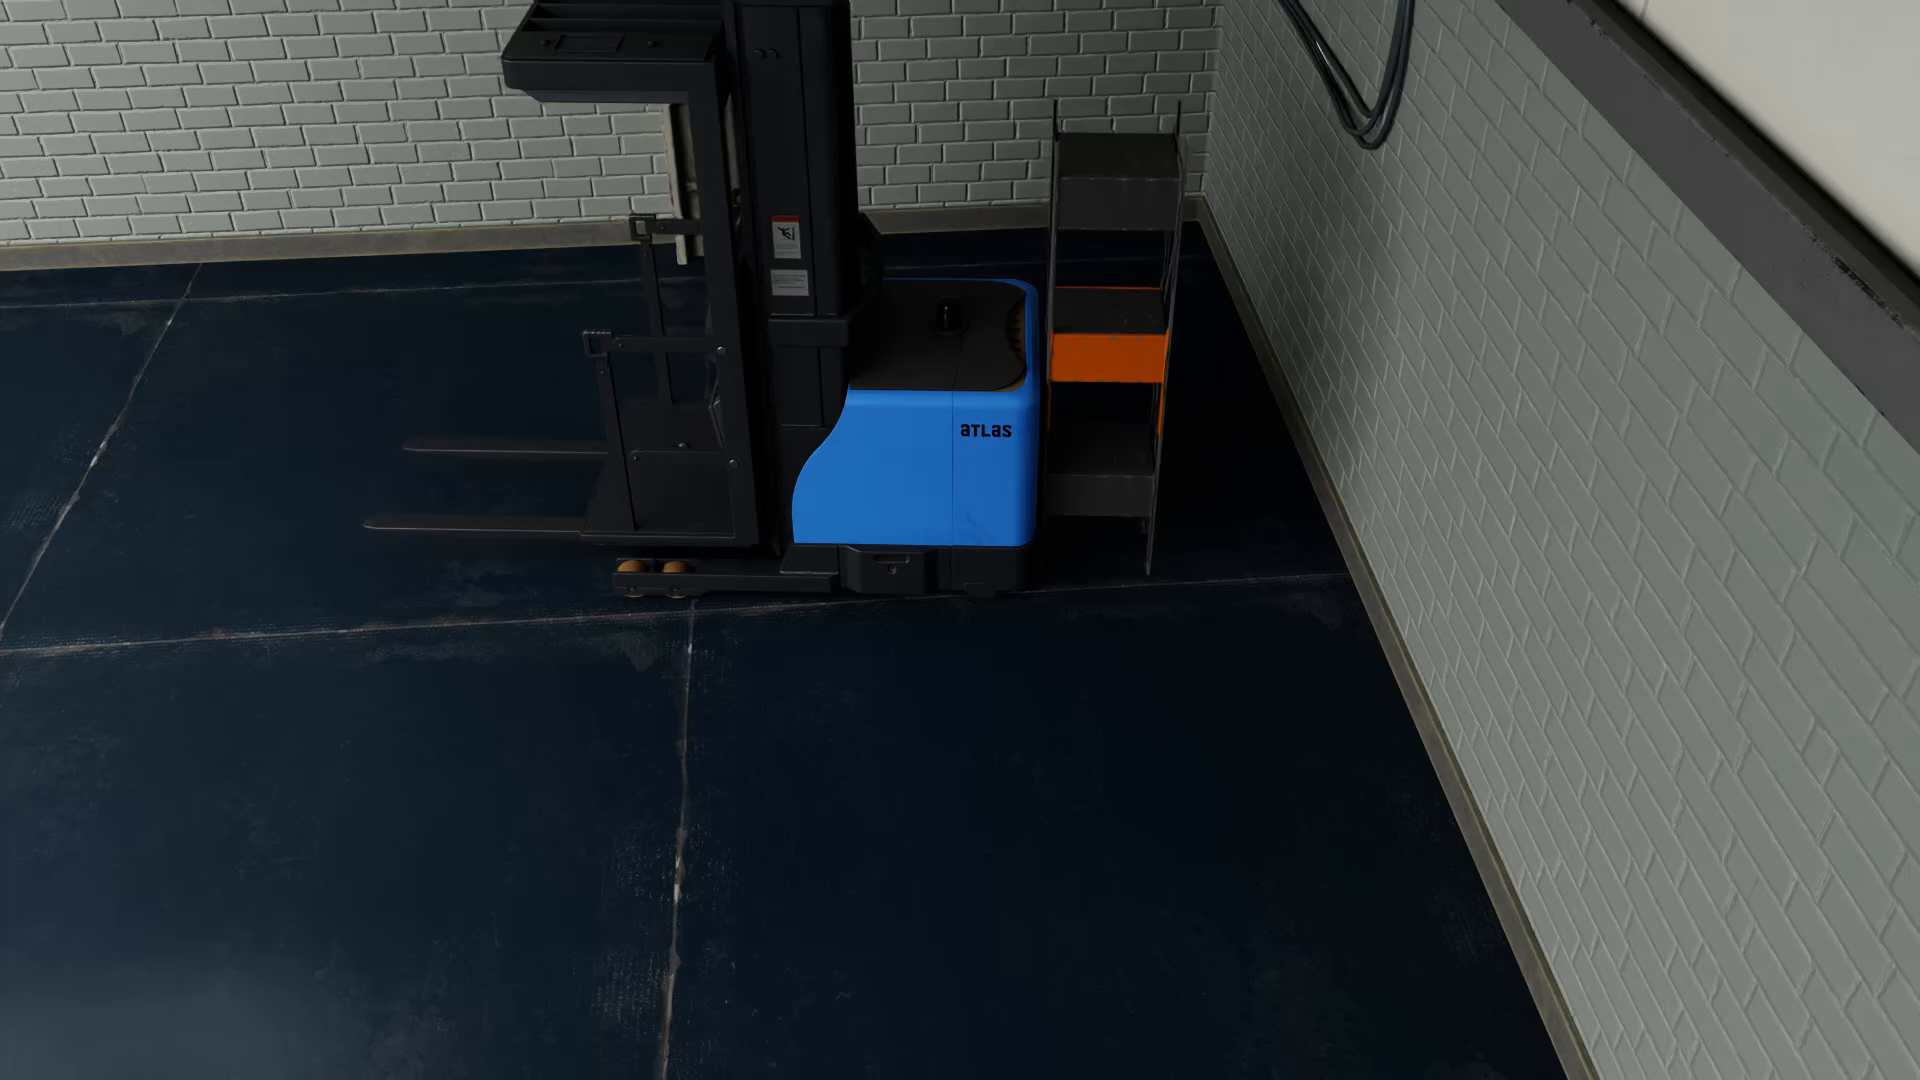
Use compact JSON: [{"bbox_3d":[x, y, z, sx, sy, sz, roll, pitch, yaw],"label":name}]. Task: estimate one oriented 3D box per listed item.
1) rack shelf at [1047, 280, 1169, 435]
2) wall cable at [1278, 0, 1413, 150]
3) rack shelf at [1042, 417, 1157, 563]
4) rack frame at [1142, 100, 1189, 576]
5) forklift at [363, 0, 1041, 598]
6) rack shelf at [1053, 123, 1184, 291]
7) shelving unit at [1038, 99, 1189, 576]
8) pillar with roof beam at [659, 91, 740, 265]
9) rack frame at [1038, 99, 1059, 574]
[{"bbox_3d":[0.616,-0.779,7.064,0.480,0.518,0.431,1,38,1],"label":"rack shelf"},{"bbox_3d":[1.572,-3.390,7.289,0.112,2.526,3.097,-3,38,-4],"label":"wall cable"},{"bbox_3d":[0.616,-0.229,7.498,0.480,0.518,0.431,1,38,1],"label":"rack shelf"},{"bbox_3d":[0.860,-0.785,7.050,0.015,2.100,0.400,1,38,1],"label":"rack frame"},{"bbox_3d":[-1.160,-1.218,6.927,3.031,2.935,1.130,1,38,1],"label":"forklift"},{"bbox_3d":[0.616,-1.329,6.631,0.480,0.518,0.431,1,38,1],"label":"rack shelf"},{"bbox_3d":[0.616,-0.790,7.056,0.503,2.100,0.431,1,38,1],"label":"shelving unit"},{"bbox_3d":[-1.098,-2.607,3.790,0.400,9.000,9.100,-3,38,-4],"label":"pillar with roof beam"},{"bbox_3d":[0.372,-0.794,7.061,0.015,2.100,0.400,1,38,1],"label":"rack frame"}]
